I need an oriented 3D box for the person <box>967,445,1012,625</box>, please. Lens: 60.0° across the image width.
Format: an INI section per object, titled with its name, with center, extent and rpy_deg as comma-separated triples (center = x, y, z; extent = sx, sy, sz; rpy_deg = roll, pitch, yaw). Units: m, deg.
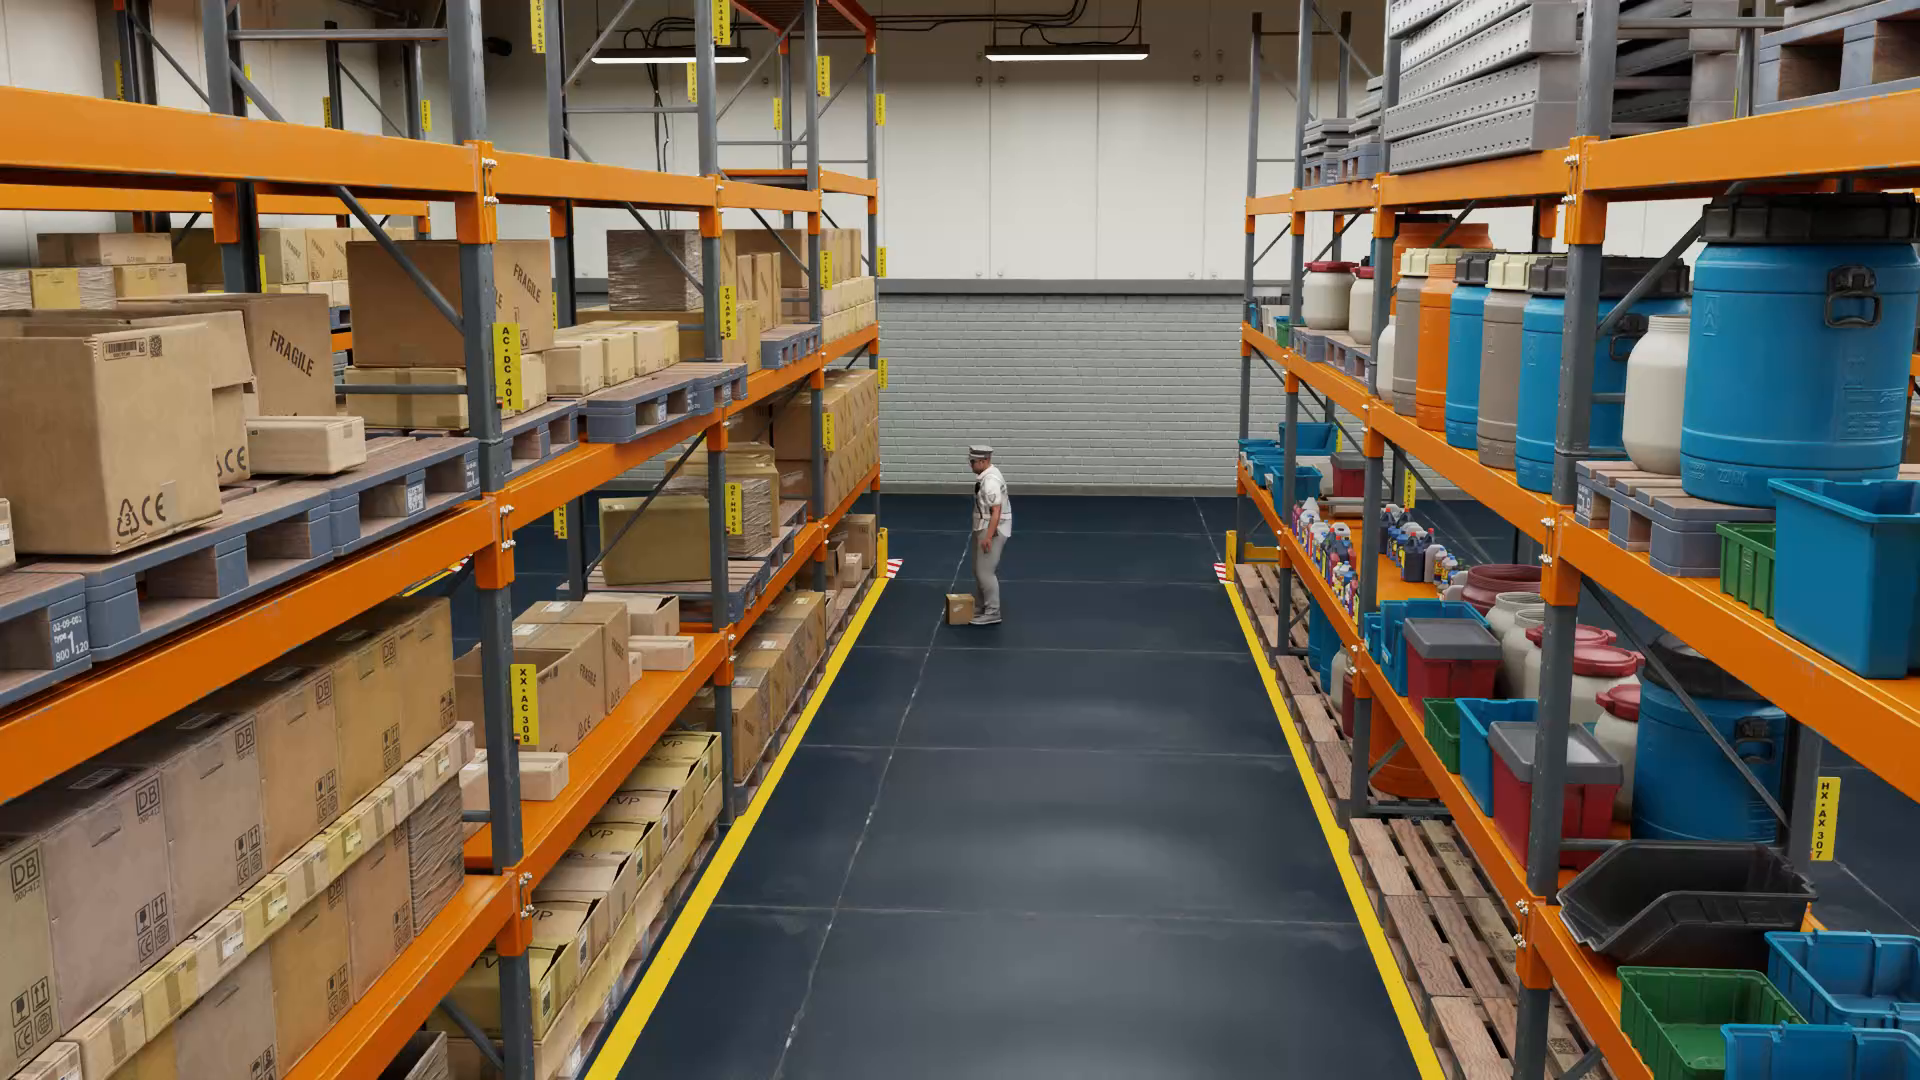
[person]
center = 0.277, -0.066, 16.254
extent = 0.433, 1.747, 0.588
rpy_deg = -2, 11, -8
